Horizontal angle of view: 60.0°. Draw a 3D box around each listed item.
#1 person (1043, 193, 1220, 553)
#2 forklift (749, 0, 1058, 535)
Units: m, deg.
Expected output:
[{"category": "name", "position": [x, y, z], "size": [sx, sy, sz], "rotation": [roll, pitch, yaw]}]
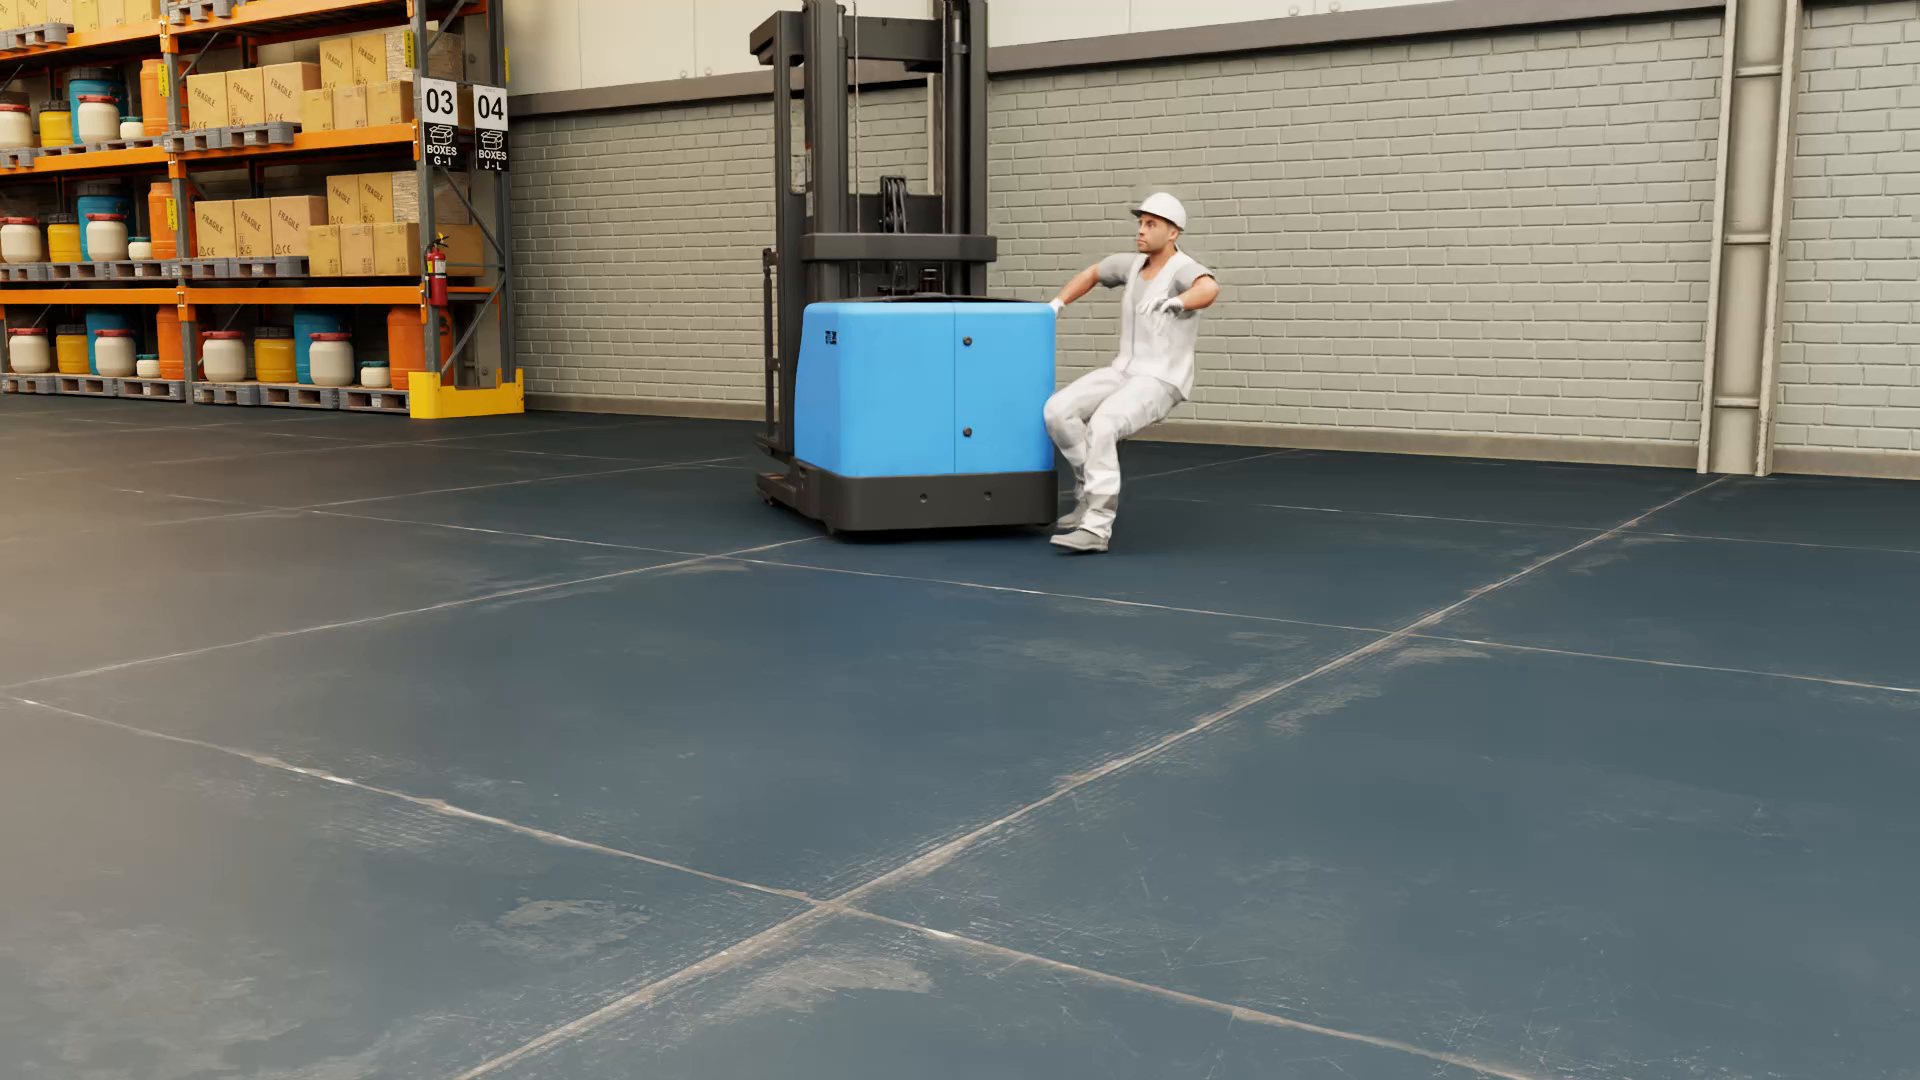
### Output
[{"category": "person", "position": [0.652, -0.749, 7.365], "size": [0.860, 1.564, 1.133], "rotation": [-6, 10, -37]}, {"category": "forklift", "position": [-0.475, -1.642, 8.737], "size": [1.130, 2.935, 3.031], "rotation": [-3, 8, -17]}]
